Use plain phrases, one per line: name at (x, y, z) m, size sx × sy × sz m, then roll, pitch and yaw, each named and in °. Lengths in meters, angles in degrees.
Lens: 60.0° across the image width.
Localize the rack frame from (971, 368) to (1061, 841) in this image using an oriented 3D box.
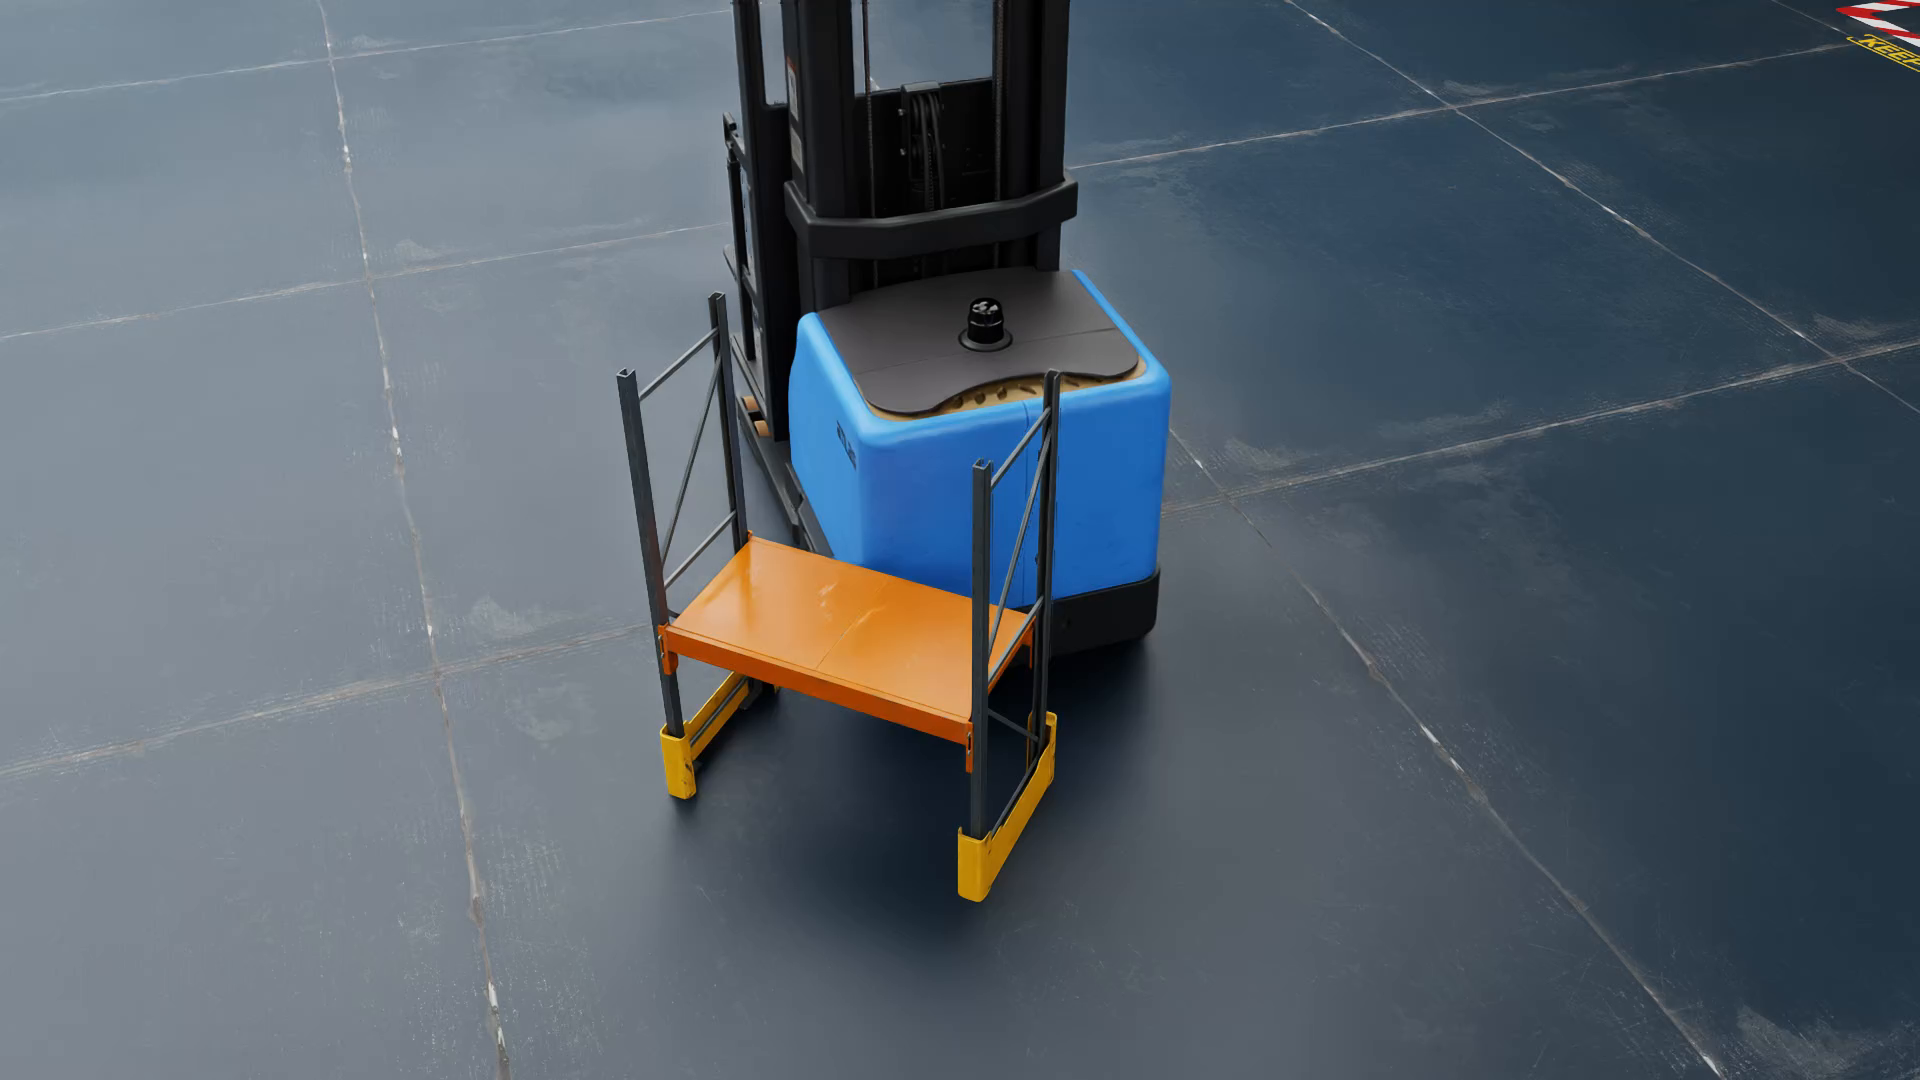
rack frame at (0.147, 0.290, 4.619) m, size 0.032 × 1.500 × 0.500 m, roll 15°, pitch 40°, yaw 19°

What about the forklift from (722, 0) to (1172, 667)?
forklift at (-0.281, -1.559, 5.883) m, size 1.130 × 2.935 × 3.031 m, roll -12°, pitch 39°, yaw -15°

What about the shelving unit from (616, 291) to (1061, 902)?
shelving unit at (-0.307, 0.165, 4.784) m, size 1.083 × 1.500 × 0.587 m, roll 15°, pitch 40°, yaw 19°

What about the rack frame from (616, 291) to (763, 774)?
rack frame at (-0.778, 0.036, 4.955) m, size 0.032 × 1.500 × 0.500 m, roll 15°, pitch 40°, yaw 19°

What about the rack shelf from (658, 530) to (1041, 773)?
rack shelf at (-0.316, 0.307, 4.895) m, size 1.000 × 0.185 × 0.538 m, roll 15°, pitch 40°, yaw 19°

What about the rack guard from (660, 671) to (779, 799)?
rack guard at (-0.761, 0.541, 5.325) m, size 0.087 × 0.250 × 0.587 m, roll 15°, pitch 40°, yaw 19°

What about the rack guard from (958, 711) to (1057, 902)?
rack guard at (0.146, 0.789, 4.995) m, size 0.087 × 0.250 × 0.587 m, roll 15°, pitch 40°, yaw 19°
